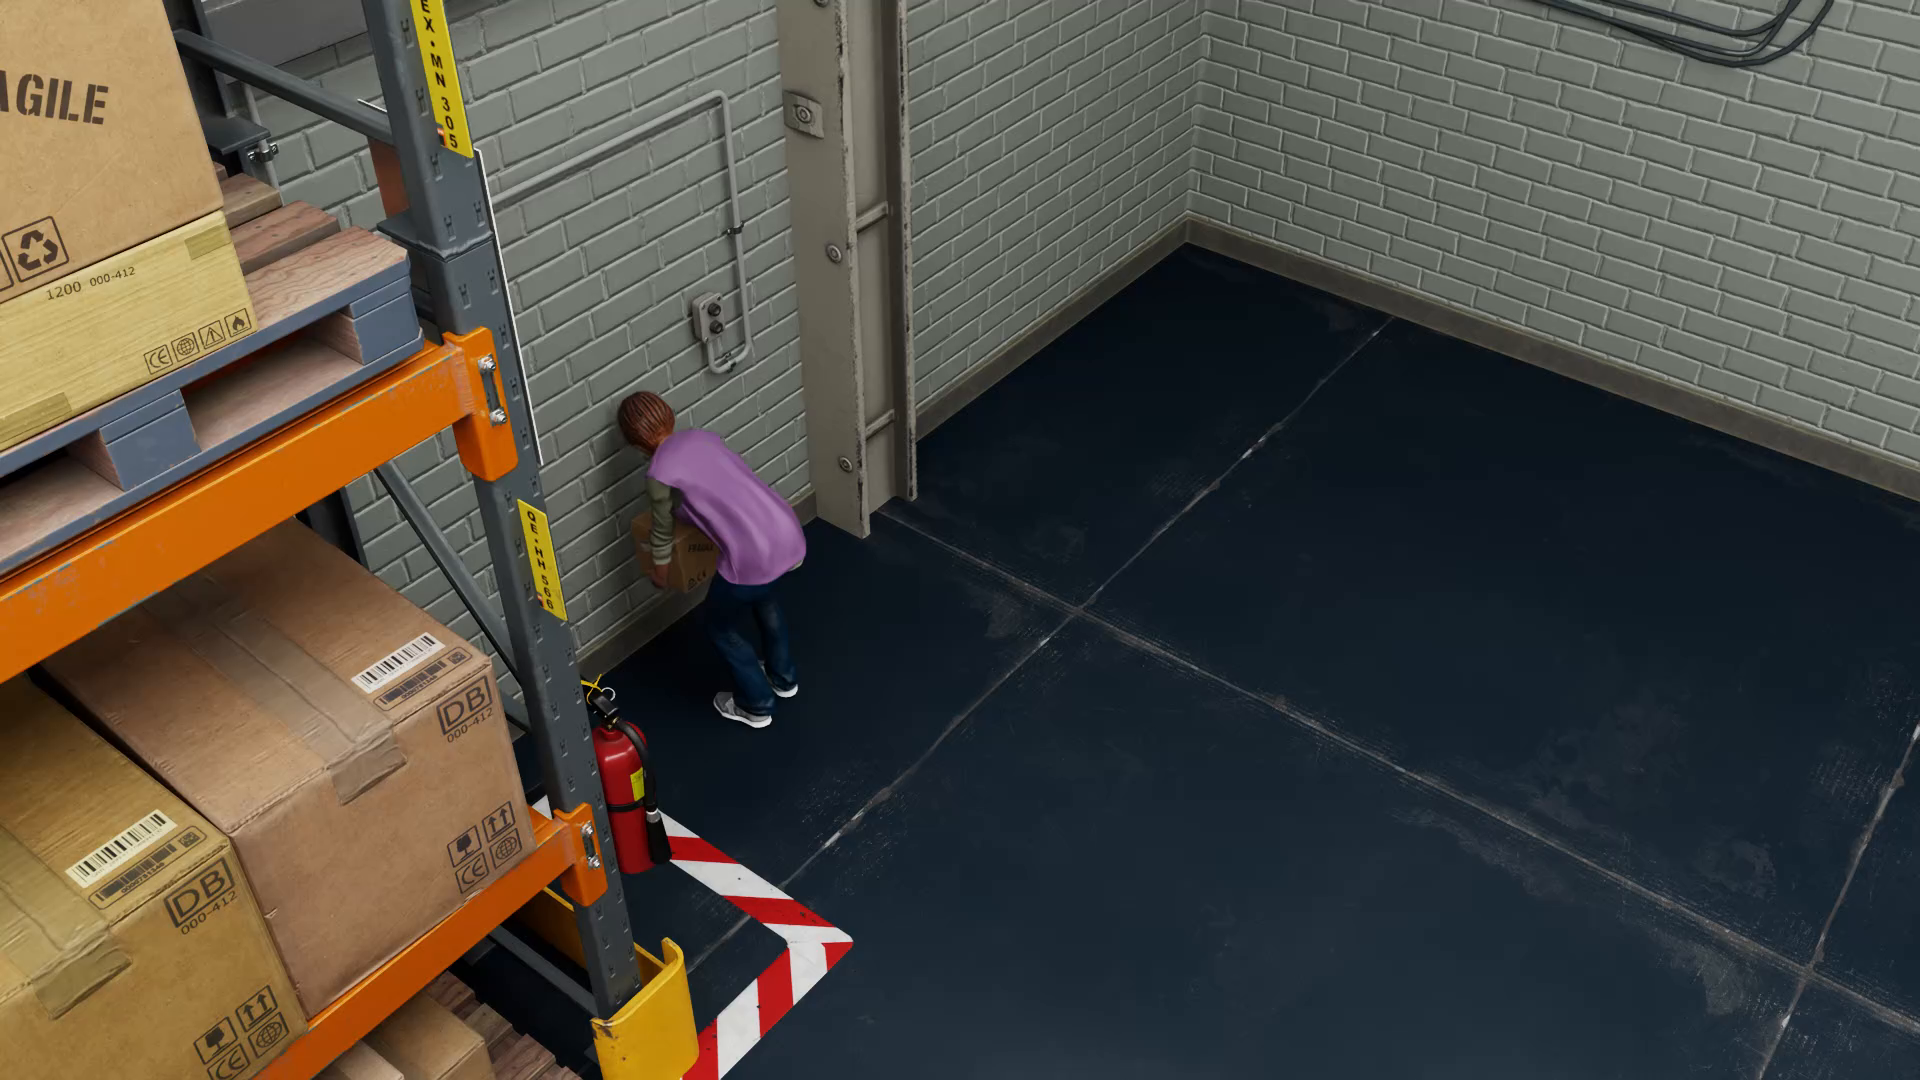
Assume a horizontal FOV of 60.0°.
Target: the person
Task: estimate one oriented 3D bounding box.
[{"bbox_3d":[-0.924,0.086,6.313,0.780,1.278,0.382,25,45,27],"label":"person"}]
